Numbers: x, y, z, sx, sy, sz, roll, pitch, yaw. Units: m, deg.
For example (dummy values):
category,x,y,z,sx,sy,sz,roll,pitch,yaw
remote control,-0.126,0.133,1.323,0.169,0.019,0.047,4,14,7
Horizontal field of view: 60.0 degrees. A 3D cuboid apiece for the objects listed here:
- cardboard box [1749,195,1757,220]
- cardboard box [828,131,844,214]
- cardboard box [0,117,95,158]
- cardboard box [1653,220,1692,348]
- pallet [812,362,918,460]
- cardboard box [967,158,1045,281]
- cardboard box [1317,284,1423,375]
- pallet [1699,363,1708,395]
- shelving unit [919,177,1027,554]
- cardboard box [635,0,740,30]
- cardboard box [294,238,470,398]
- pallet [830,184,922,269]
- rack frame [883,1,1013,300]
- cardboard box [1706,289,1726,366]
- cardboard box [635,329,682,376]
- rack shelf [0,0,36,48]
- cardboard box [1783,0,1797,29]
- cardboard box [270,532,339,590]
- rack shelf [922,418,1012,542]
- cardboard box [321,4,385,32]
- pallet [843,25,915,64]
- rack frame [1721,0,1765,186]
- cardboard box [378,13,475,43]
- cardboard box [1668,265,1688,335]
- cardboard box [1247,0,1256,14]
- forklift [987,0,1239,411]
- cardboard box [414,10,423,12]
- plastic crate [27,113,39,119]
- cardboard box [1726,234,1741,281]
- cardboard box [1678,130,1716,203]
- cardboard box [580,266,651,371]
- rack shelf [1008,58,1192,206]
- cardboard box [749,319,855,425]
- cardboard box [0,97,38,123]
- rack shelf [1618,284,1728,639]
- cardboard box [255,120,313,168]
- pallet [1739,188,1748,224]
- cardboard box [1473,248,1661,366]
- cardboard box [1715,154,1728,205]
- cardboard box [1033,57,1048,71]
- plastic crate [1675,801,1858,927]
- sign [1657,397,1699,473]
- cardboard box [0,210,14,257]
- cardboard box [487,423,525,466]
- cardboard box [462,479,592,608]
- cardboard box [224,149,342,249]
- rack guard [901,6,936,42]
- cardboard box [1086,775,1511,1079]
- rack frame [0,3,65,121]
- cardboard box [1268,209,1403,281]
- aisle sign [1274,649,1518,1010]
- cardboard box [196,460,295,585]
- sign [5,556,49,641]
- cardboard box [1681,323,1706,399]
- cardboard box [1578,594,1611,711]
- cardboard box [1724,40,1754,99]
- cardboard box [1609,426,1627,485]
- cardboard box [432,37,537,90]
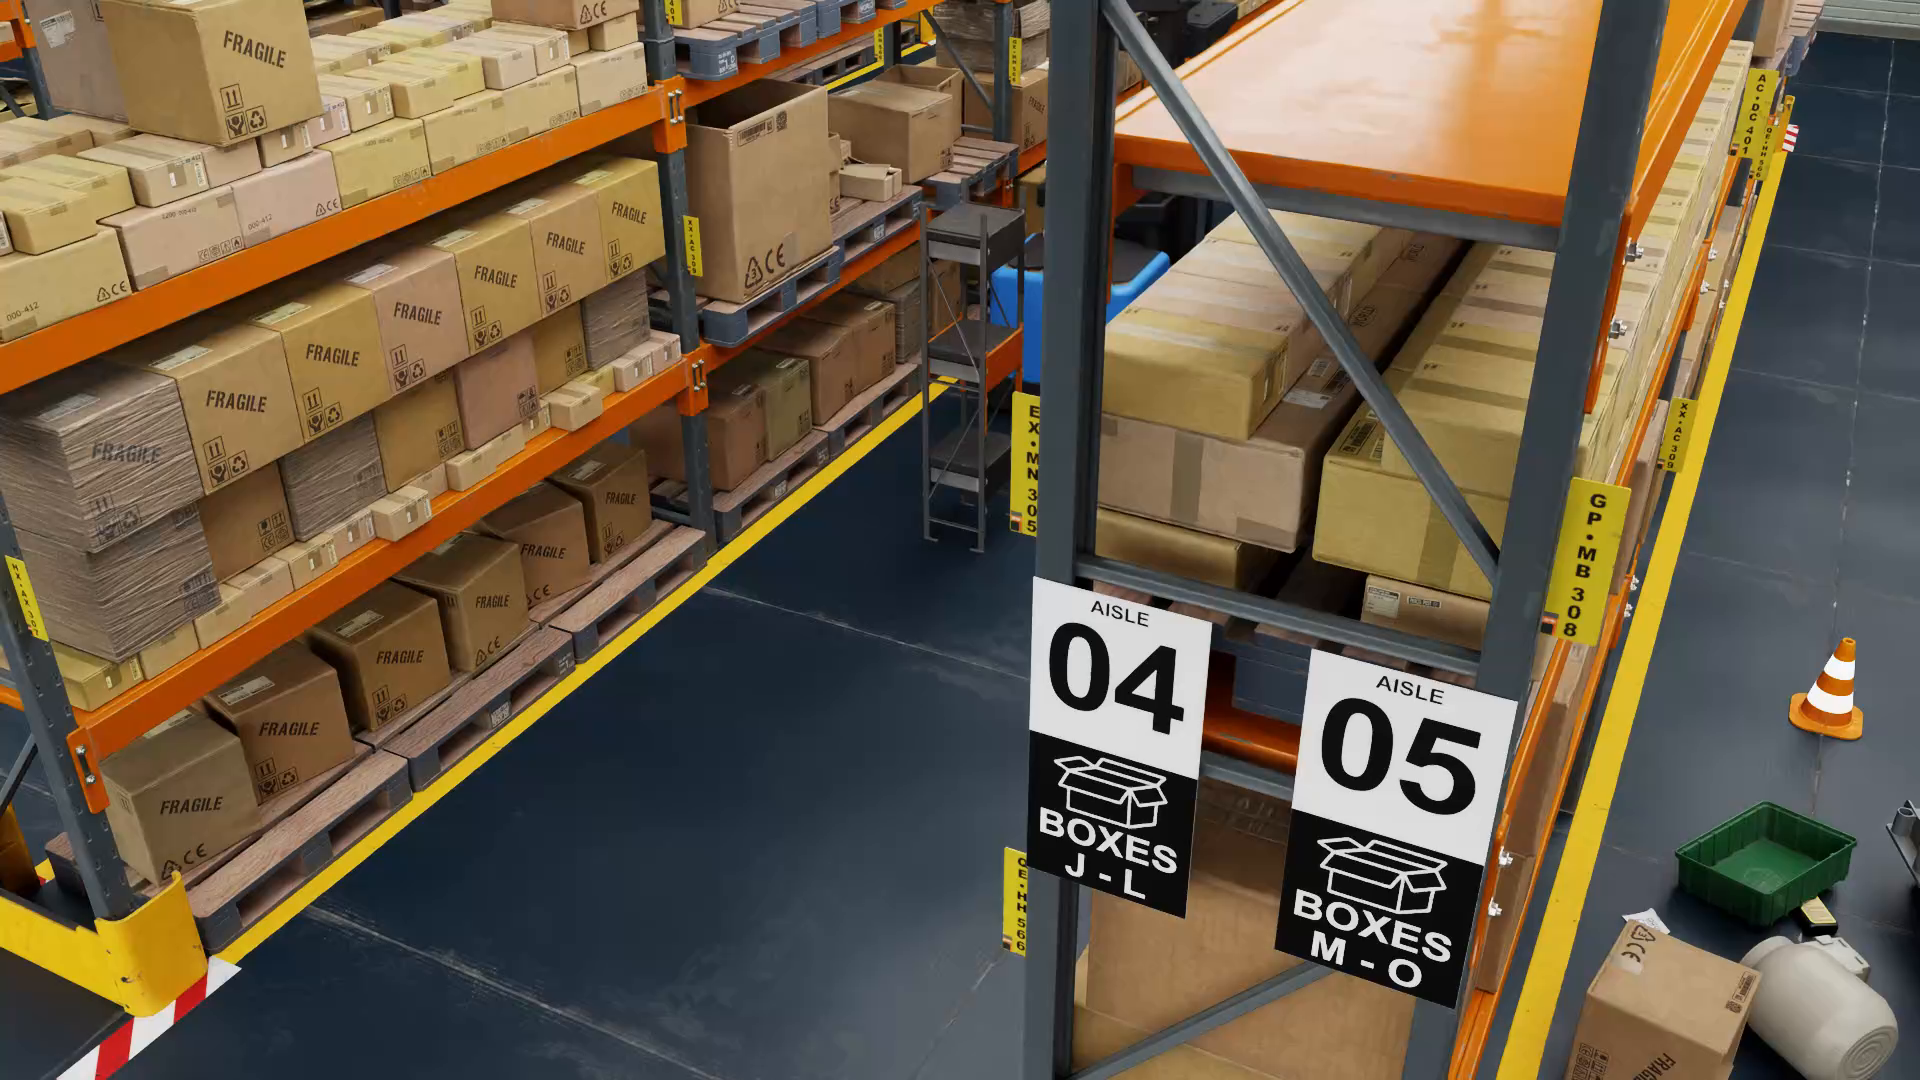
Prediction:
category,x,y,z,sx,sy,sz,roll,pitch,yaw
cardboard box,6.546,-2.855,14.143,0.380,0.149,0.250,16,33,25
cardboard box,-1.210,-2.332,10.564,0.797,0.503,0.637,18,34,28
cardboard box,-3.548,-1.497,6.373,0.380,0.149,0.250,14,33,24
cardboard box,1.767,-0.790,4.721,0.500,0.250,0.500,14,33,23
pallet,-1.010,-0.995,11.561,1.003,0.211,1.213,14,33,23
cardboard box,0.238,-2.651,13.356,1.225,0.875,0.875,13,32,21
cardboard box,0.833,-0.465,4.155,0.500,0.250,0.500,14,33,23
pallet,4.631,-1.056,11.667,1.003,0.211,1.213,14,33,23
shelving unit,0.075,-0.984,9.645,0.431,2.100,0.503,14,33,23
cardboard box,-1.615,-3.029,8.766,0.797,0.503,0.637,13,32,21
cardboard box,-2.564,-0.995,7.359,0.500,0.500,0.500,14,33,23
pallet,-0.961,-2.119,10.911,1.003,0.211,1.213,14,33,23
rack frame,-0.095,-3.089,12.407,1.000,3.000,0.127,14,33,23
cardboard box,5.049,-1.496,11.723,0.500,0.500,0.500,15,33,24
cardboard box,-1.754,-1.045,9.100,0.380,0.149,0.250,14,33,23
rack shelf,-7.238,-2.541,9.164,1.077,0.370,4.000,14,33,23
cardboard box,4.065,-2.875,8.590,0.500,0.311,0.500,14,33,23
cardboard box,-2.924,0.056,7.184,0.380,0.149,0.250,14,33,23
rack shelf,0.075,-0.365,10.001,0.431,0.518,0.480,14,33,23
cardboard box,-7.060,-5.934,19.430,0.500,0.500,0.500,14,33,23
pallet,-1.270,-6.193,20.613,1.003,0.211,1.213,14,33,23
rack frame,2.452,-2.747,5.788,1.000,3.000,0.127,14,33,23
cardboard box,-2.544,-2.401,7.947,0.380,0.149,0.250,15,33,24
cardboard box,1.992,-0.764,5.077,0.380,0.149,0.250,14,33,23
cardboard box,2.748,-5.384,16.656,0.380,0.149,0.250,15,33,24
forklift,1.252,-2.718,11.830,1.130,2.935,3.031,13,32,21
cardboard box,-6.966,-6.562,20.877,0.380,0.149,0.250,14,33,23
plastic crate,-6.379,-2.751,11.755,0.402,0.464,0.583,14,33,23
cardboard box,5.271,-2.034,11.906,0.500,0.250,0.500,15,33,24
cardboard box,1.993,-1.115,4.887,0.380,0.149,0.250,14,33,23
cardboard box,-2.178,-1.303,8.898,0.875,0.500,0.500,14,33,23
rack shelf,0.816,-3.664,14.130,1.077,0.370,4.000,14,33,23
cardboard box,-1.130,-1.145,11.091,0.700,0.500,0.500,11,32,19
cardboard box,-9.163,-4.051,15.859,0.500,0.311,0.500,14,33,23
rack shelf,3.363,-0.720,9.005,1.077,0.370,4.000,14,33,23
cardboard box,-2.786,-1.590,6.535,0.380,0.149,0.250,13,32,21
pallet,4.504,-2.176,11.010,1.213,0.211,1.003,14,33,23
cardboard box,1.412,-0.548,3.899,0.380,0.149,0.250,15,33,24
cardboard box,2.570,-1.329,6.061,0.380,0.149,0.250,14,33,23
cardboard box,0.601,-3.515,13.049,0.500,0.500,0.500,13,32,22
plastic crate,3.539,1.423,7.316,0.662,0.188,0.450,-18,24,-28
sign,2.947,-0.430,6.829,0.100,0.325,0.005,14,33,23
cardboard box,-3.408,-1.021,5.544,0.380,0.149,0.250,14,33,23
cardboard box,-2.367,-0.502,8.155,0.380,0.149,0.250,14,33,23
cardboard box,-2.390,0.010,9.099,0.500,0.500,0.500,-26,39,-37
cardboard box,-2.832,-1.382,6.573,0.500,0.250,0.500,14,33,23
rack guard,-0.861,-6.689,21.186,1.175,0.500,0.348,14,33,23
cardboard box,0.833,0.939,4.159,0.875,0.550,0.550,14,33,23
rack frame,-6.327,-2.439,11.276,1.000,3.000,0.127,14,33,23
cardboard box,0.944,-0.811,4.359,0.380,0.149,0.250,14,33,23
aisle sign,0.864,0.600,3.373,0.394,0.787,0.004,14,33,23
cardboard box,-3.344,-0.201,6.980,0.875,0.500,0.500,14,33,23
sign,-3.257,0.205,5.802,0.100,0.325,0.005,14,33,23
cardboard box,3.390,-0.806,8.332,0.500,0.500,0.500,14,33,23
cardboard box,2.064,0.204,6.522,0.875,0.550,0.550,14,33,23
cardboard box,2.569,-1.674,5.861,0.380,0.149,0.250,14,33,23
cardboard box,1.416,-0.206,4.104,0.380,0.149,0.250,15,33,24
cardboard box,-2.152,-2.158,7.524,0.380,0.149,0.250,13,32,22
